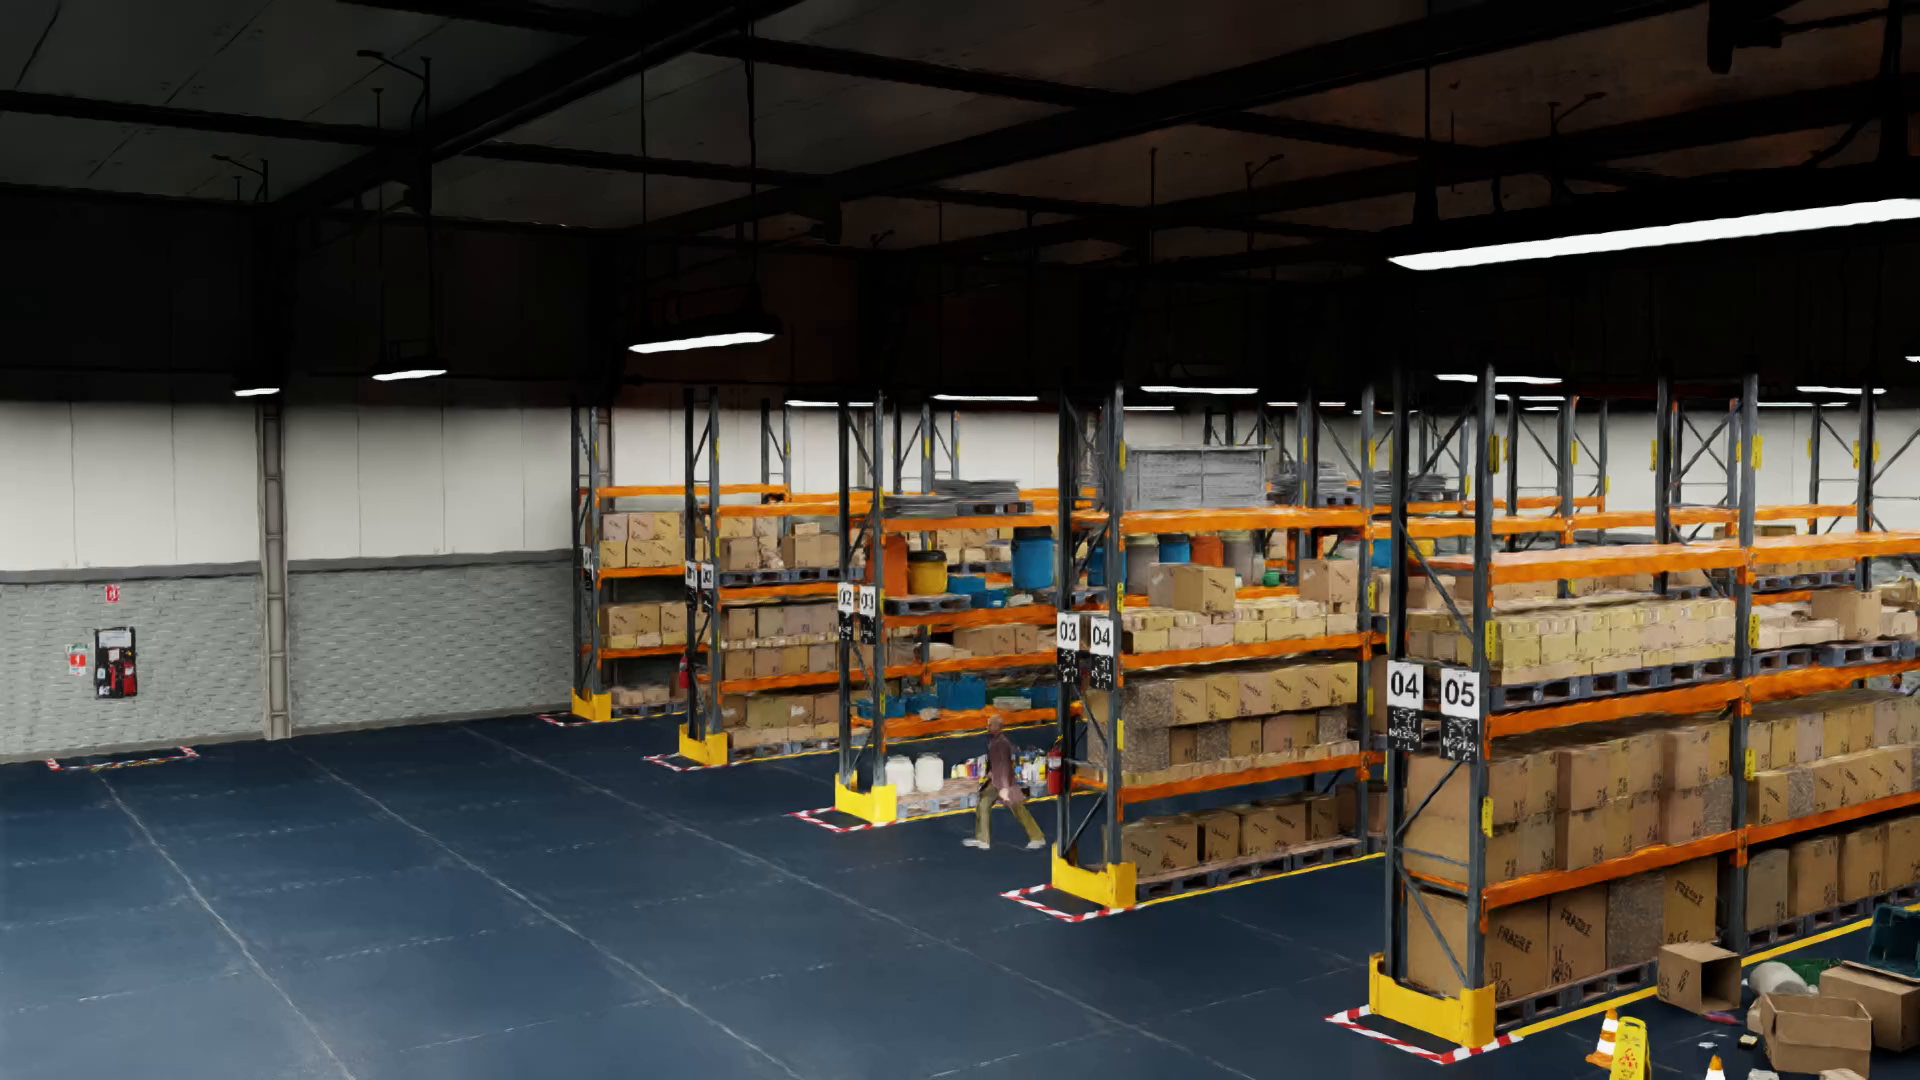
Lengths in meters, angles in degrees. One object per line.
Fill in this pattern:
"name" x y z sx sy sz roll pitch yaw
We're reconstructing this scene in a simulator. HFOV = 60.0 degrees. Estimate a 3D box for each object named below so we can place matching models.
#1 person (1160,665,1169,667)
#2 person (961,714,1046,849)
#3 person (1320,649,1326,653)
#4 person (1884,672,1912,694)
"person" 3.405 2.614 28.231 0.542 1.715 0.682 -3 4 -36
"person" 0.561 3.047 20.917 1.045 1.722 0.634 -1 4 -14
"person" 8.732 1.966 39.792 0.526 1.629 0.592 -3 4 -37
"person" 14.645 2.806 25.957 1.093 1.567 0.478 -3 4 -37
